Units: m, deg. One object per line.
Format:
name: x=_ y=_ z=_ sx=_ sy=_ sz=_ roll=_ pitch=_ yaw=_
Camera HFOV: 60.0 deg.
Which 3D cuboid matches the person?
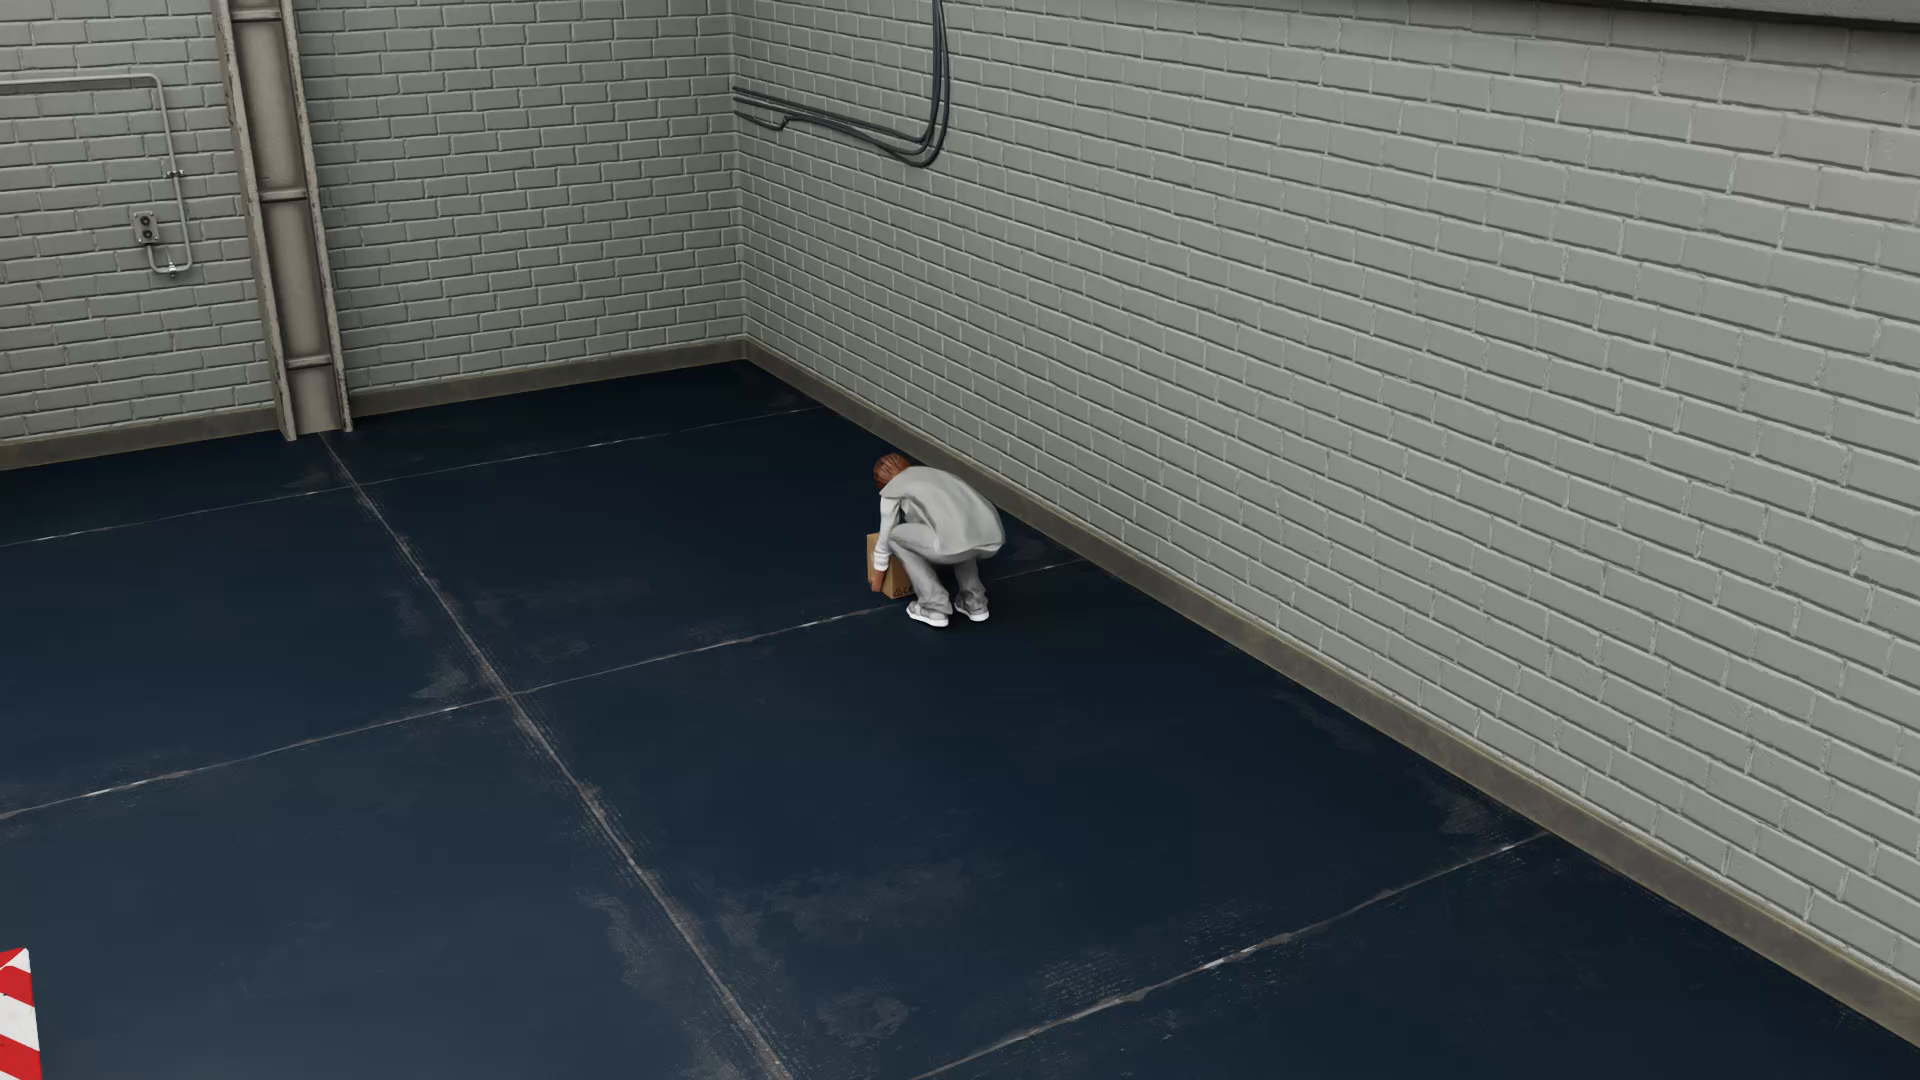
person: x=-0.123 y=0.014 z=7.801 sx=0.419 sy=0.702 sz=0.862 roll=-13 pitch=26 yaw=-29
